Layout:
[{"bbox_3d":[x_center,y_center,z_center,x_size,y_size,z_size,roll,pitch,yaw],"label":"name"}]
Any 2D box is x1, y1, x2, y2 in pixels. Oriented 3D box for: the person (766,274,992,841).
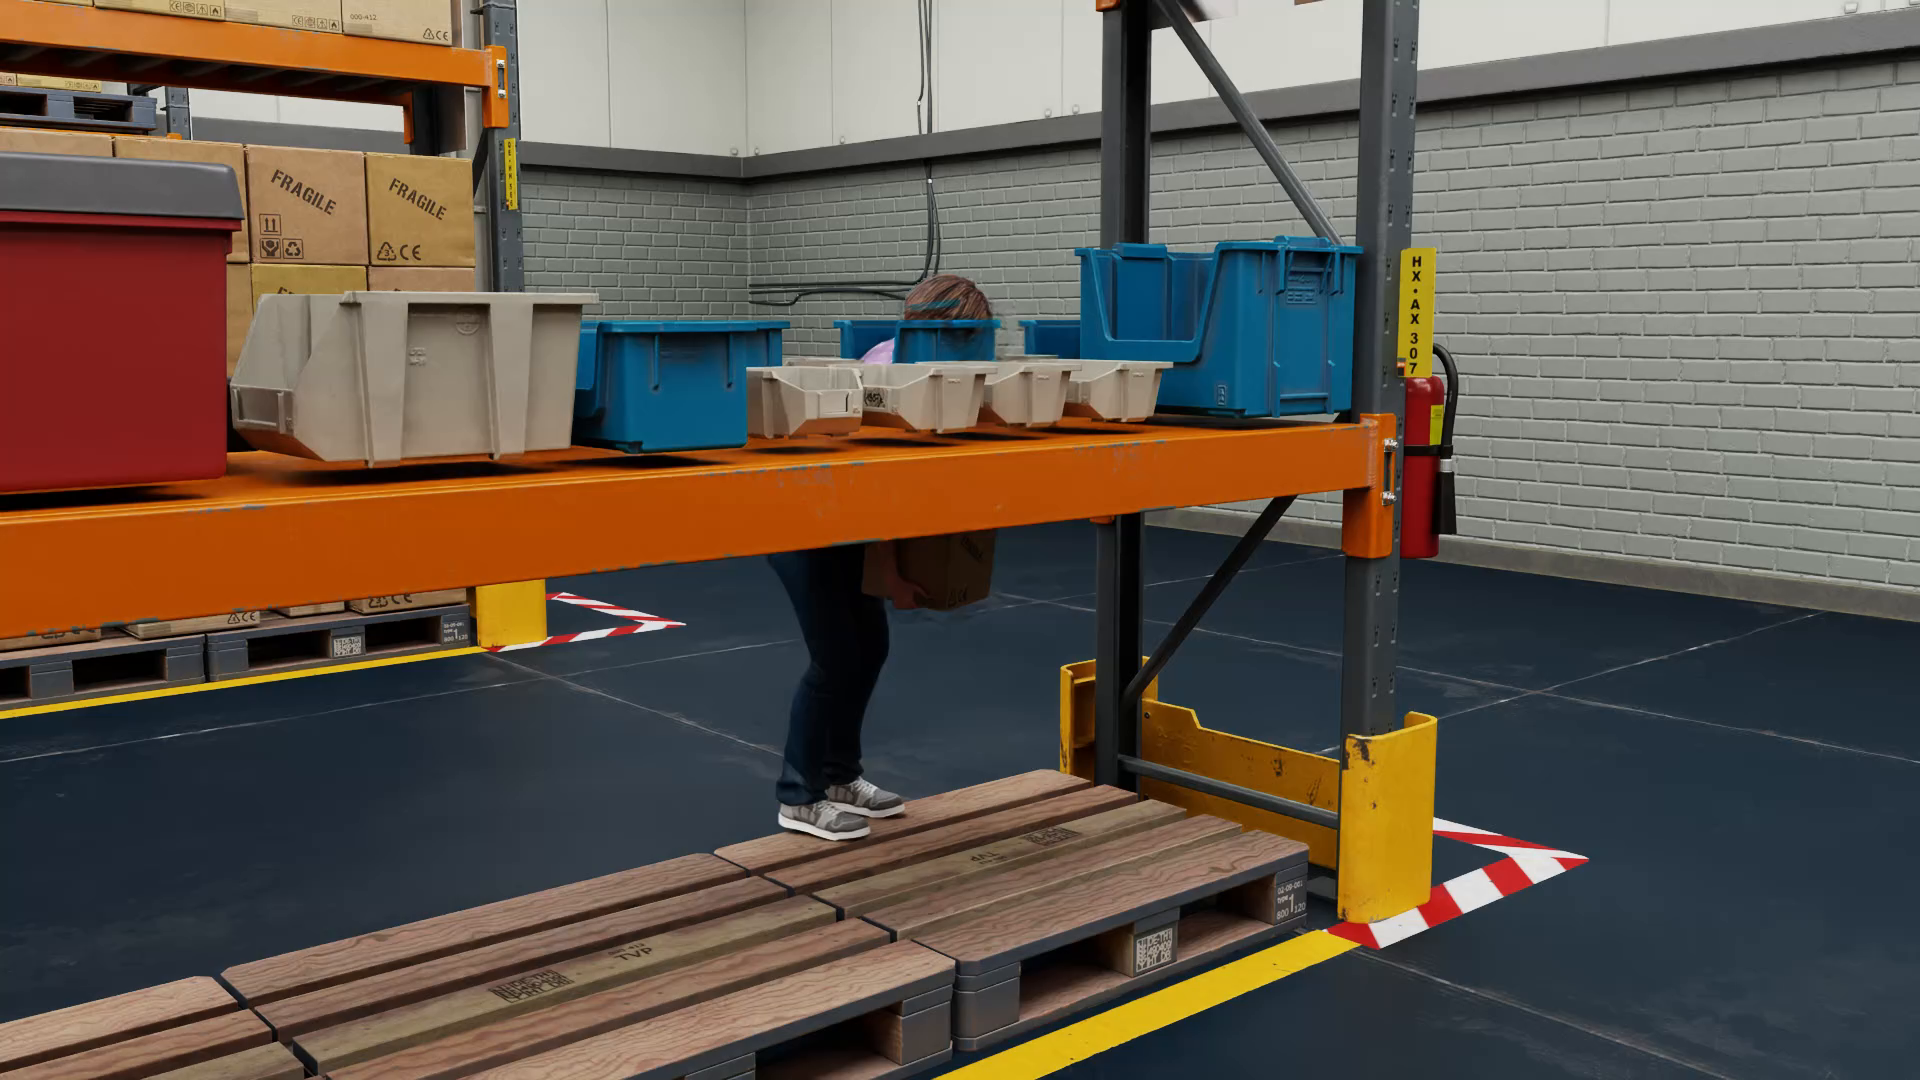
[{"bbox_3d":[-0.226,0.054,4.394,0.632,1.460,0.378,3,8,20],"label":"person"}]
